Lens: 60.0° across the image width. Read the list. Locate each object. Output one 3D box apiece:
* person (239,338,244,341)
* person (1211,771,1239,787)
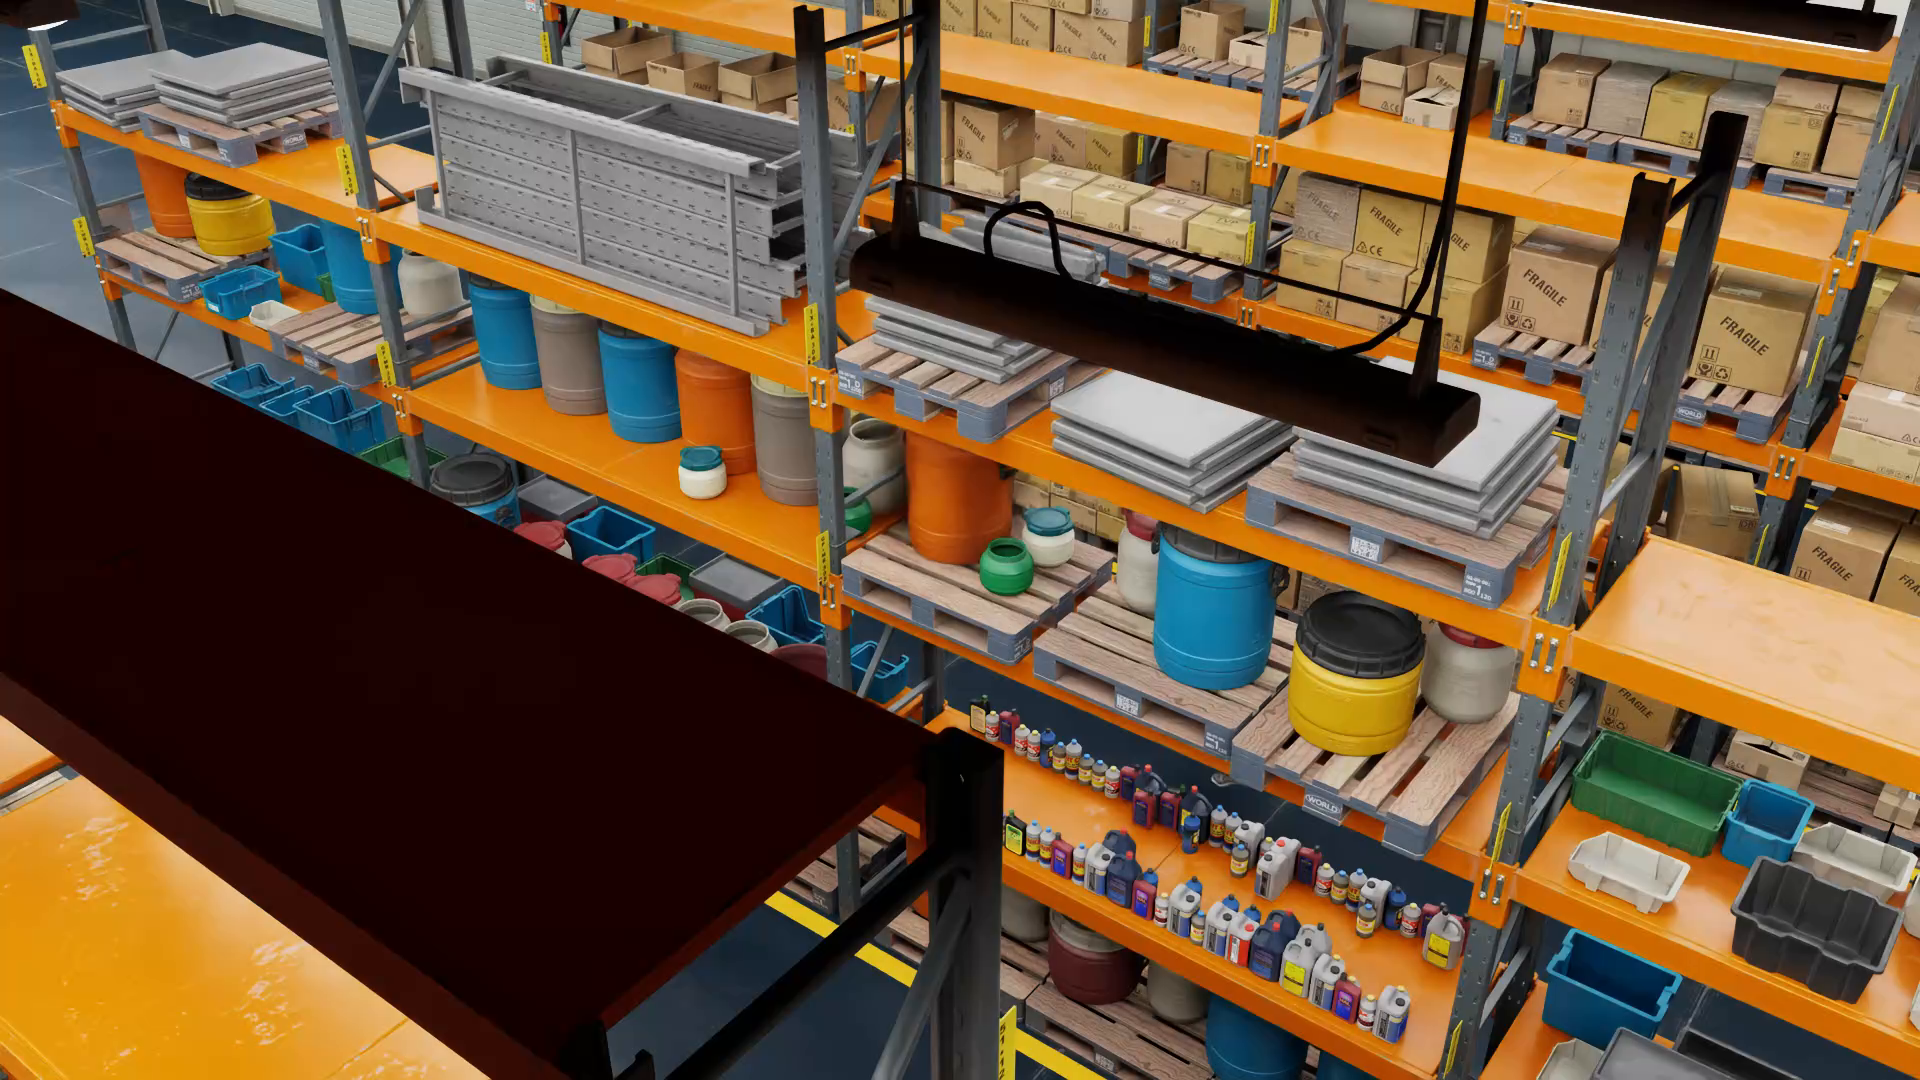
[{"bbox_3d":[-7.938,-2.925,18.513,0.718,1.664,0.472,-4,32,-6],"label":"person"},{"bbox_3d":[1.775,1.014,11.756,0.764,1.491,0.555,26,40,36],"label":"person"}]
